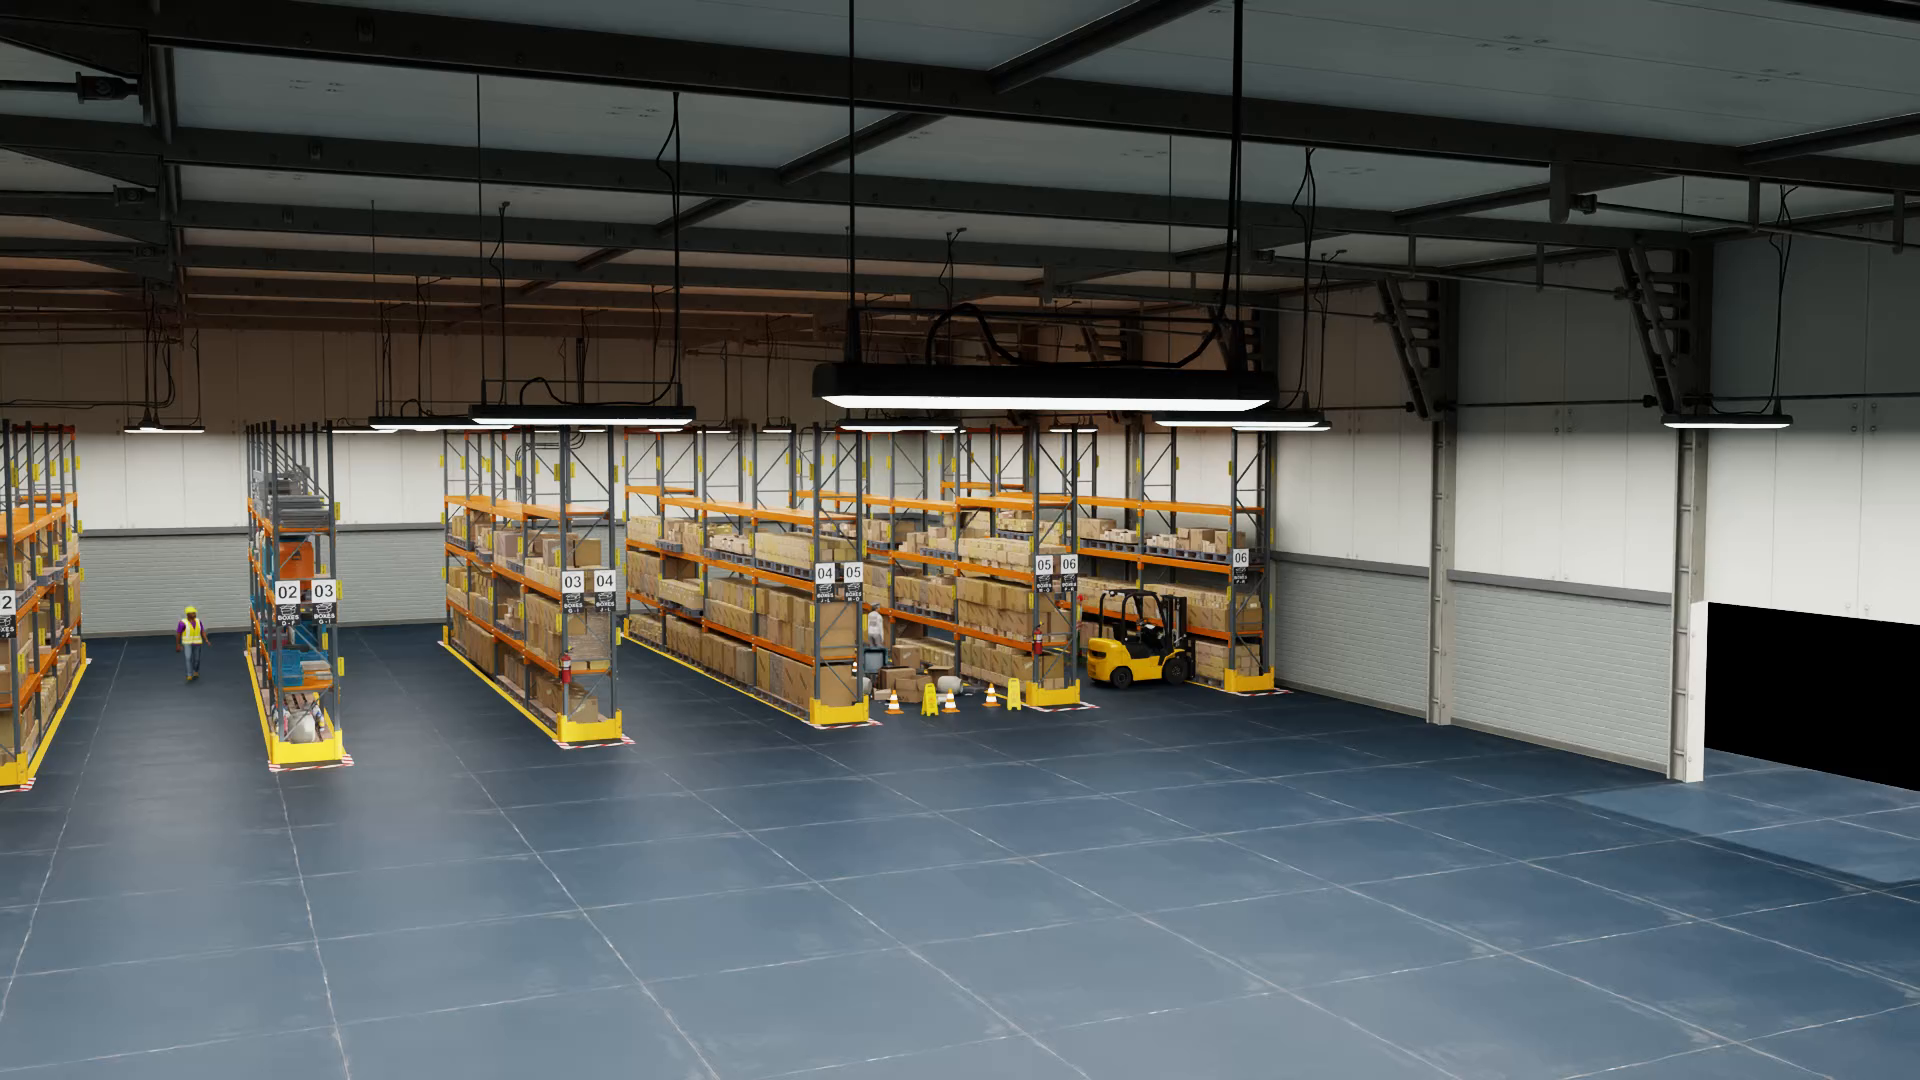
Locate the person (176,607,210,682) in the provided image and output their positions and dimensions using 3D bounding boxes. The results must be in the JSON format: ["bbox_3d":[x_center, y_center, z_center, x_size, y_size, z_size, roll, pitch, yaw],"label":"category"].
[{"bbox_3d":[-17.945,2.423,38.912,0.733,1.717,1.058,-2,4,-27],"label":"person"}]

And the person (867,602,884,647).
[{"bbox_3d":[-2.036,2.339,40.548,0.536,1.683,0.364,3,5,43],"label":"person"}]

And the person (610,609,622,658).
[{"bbox_3d":[-9.073,2.234,42.923,0.609,1.649,0.982,-2,4,-24],"label":"person"}]

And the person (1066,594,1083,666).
[{"bbox_3d":[2.868,2.255,41.455,0.448,1.794,0.612,1,4,19],"label":"person"}]
